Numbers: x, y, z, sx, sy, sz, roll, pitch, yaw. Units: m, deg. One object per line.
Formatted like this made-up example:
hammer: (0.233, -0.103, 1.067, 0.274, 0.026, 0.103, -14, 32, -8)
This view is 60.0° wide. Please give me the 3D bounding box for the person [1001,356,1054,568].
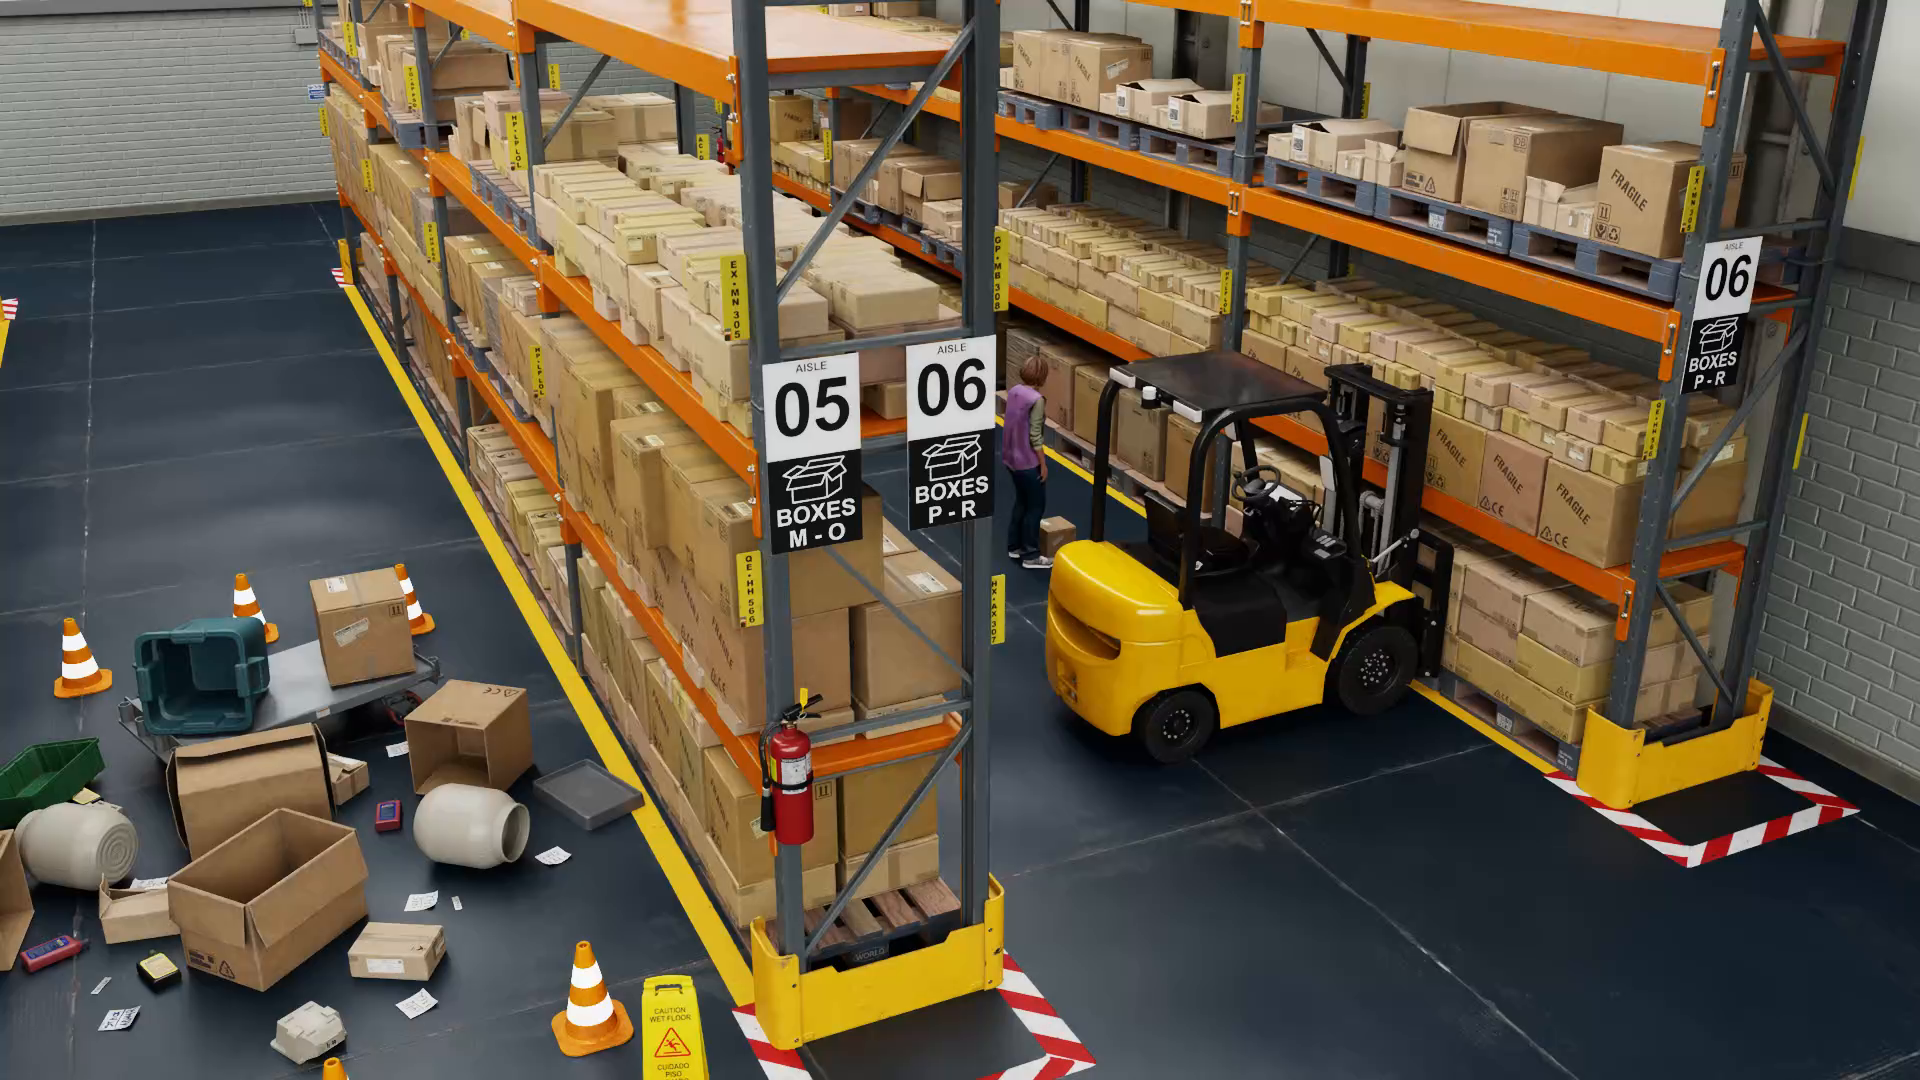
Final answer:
person: (0.502, -0.582, 12.407, 0.350, 1.590, 0.472, -12, 25, -26)
